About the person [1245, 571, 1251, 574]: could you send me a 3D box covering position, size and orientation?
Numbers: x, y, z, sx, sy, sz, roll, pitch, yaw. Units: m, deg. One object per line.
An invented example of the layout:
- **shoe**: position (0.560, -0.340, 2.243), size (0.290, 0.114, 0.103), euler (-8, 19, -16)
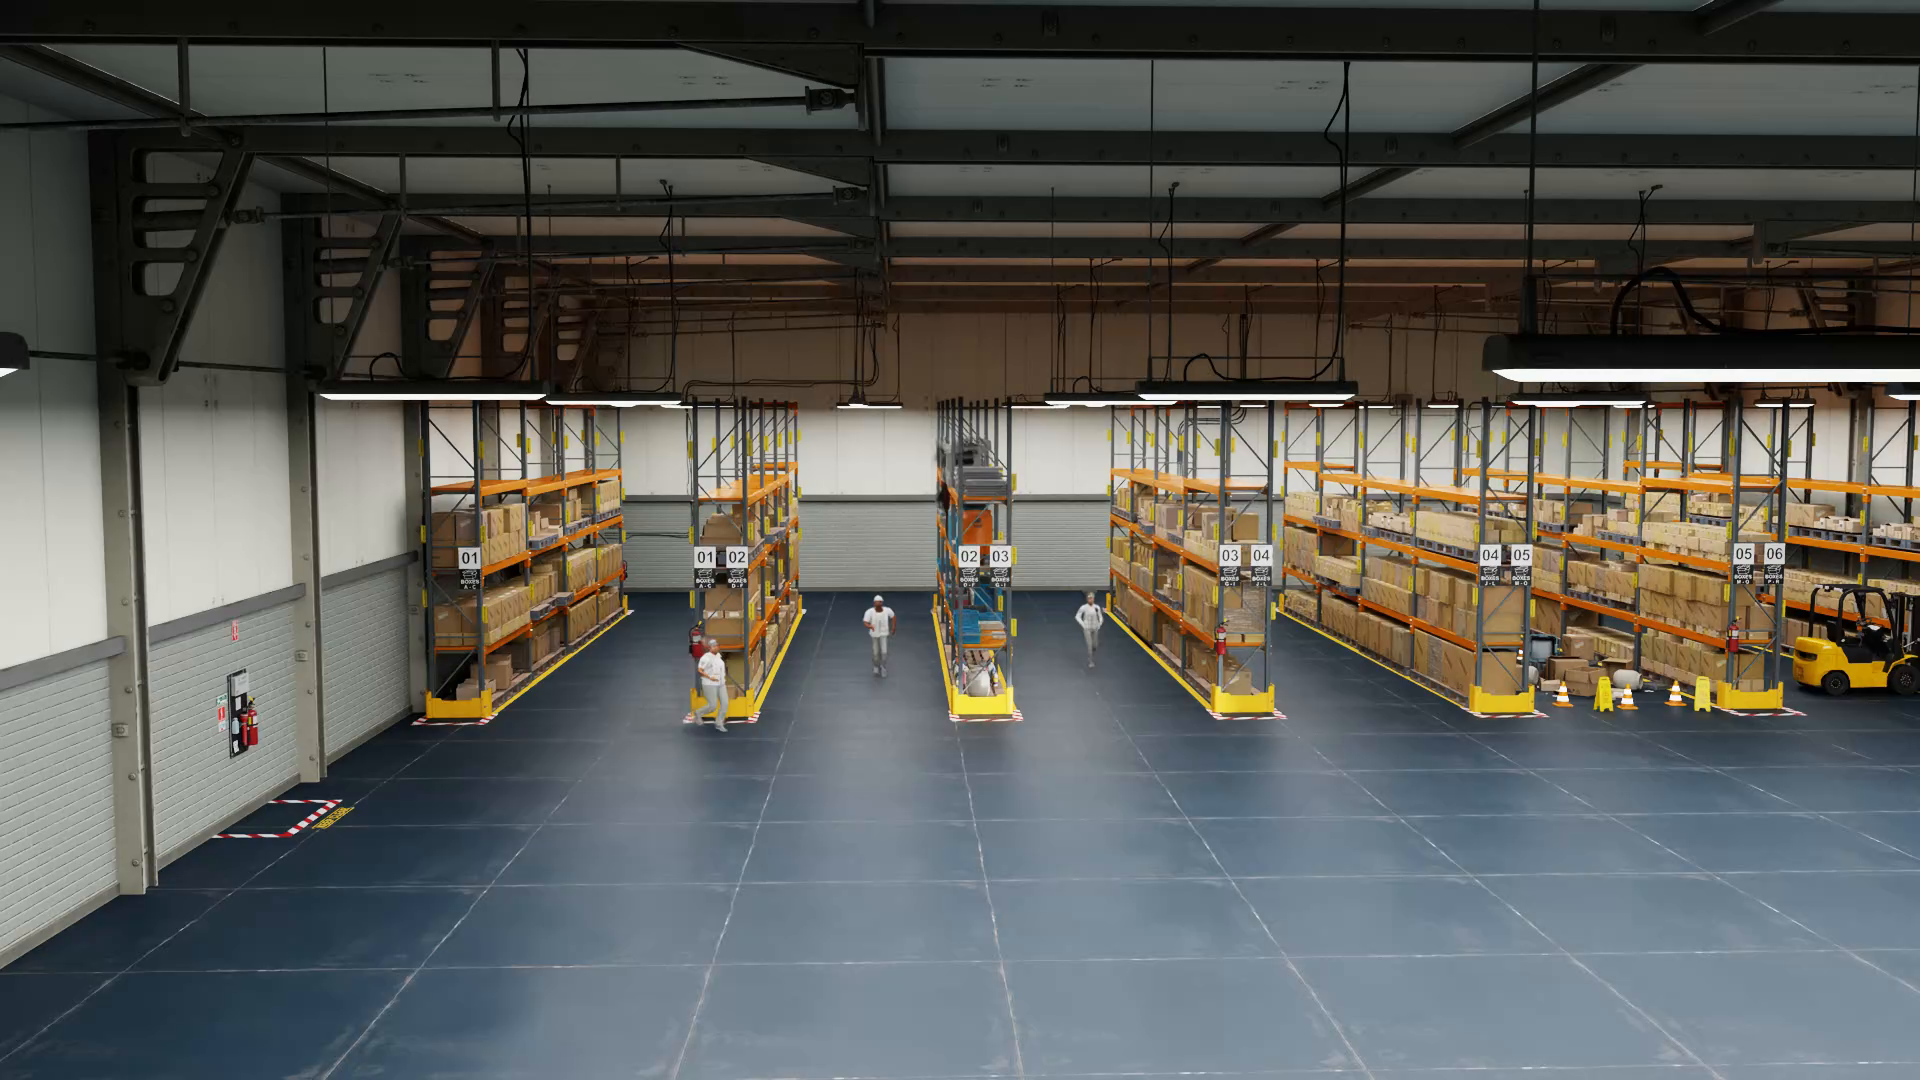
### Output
- **person**: position (8.151, 1.136, 48.478), size (0.568, 1.679, 0.766), euler (-2, 5, -26)

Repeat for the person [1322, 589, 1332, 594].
- **person**: position (10.700, 1.156, 49.130), size (0.576, 1.558, 0.581), euler (0, 4, -2)

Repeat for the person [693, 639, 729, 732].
- **person**: position (-4.464, 2.614, 29.885), size (0.671, 1.664, 0.618), euler (3, 5, 32)

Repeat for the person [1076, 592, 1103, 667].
- **person**: position (2.917, 1.999, 37.507), size (0.628, 1.673, 0.586), euler (-1, 4, -10)

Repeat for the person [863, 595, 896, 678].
- **person**: position (-1.726, 2.096, 35.831), size (0.721, 1.821, 0.729), euler (0, 4, -5)
